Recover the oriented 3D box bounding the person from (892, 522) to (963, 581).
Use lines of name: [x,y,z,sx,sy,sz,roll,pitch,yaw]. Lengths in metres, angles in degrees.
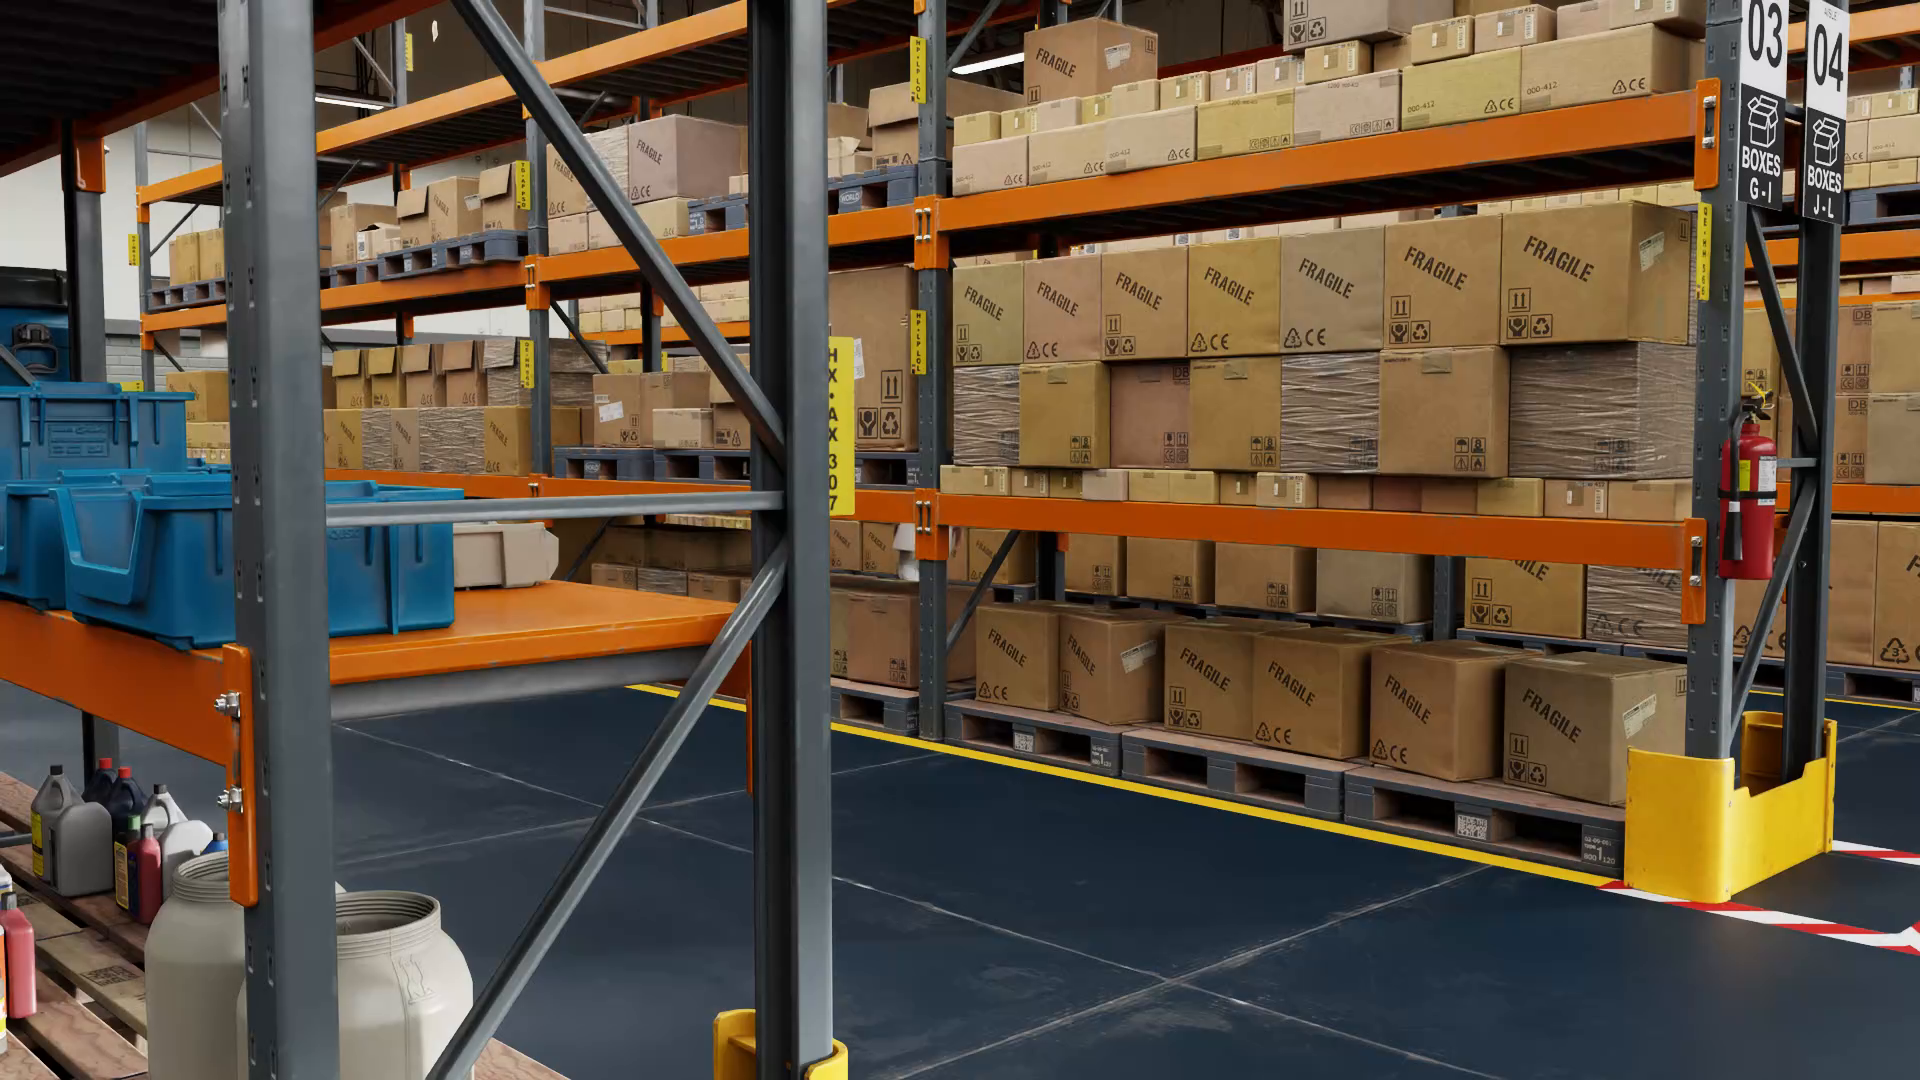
person: [-0.250,-0.139,13.205,0.597,1.752,0.943,-1,4,-11]
